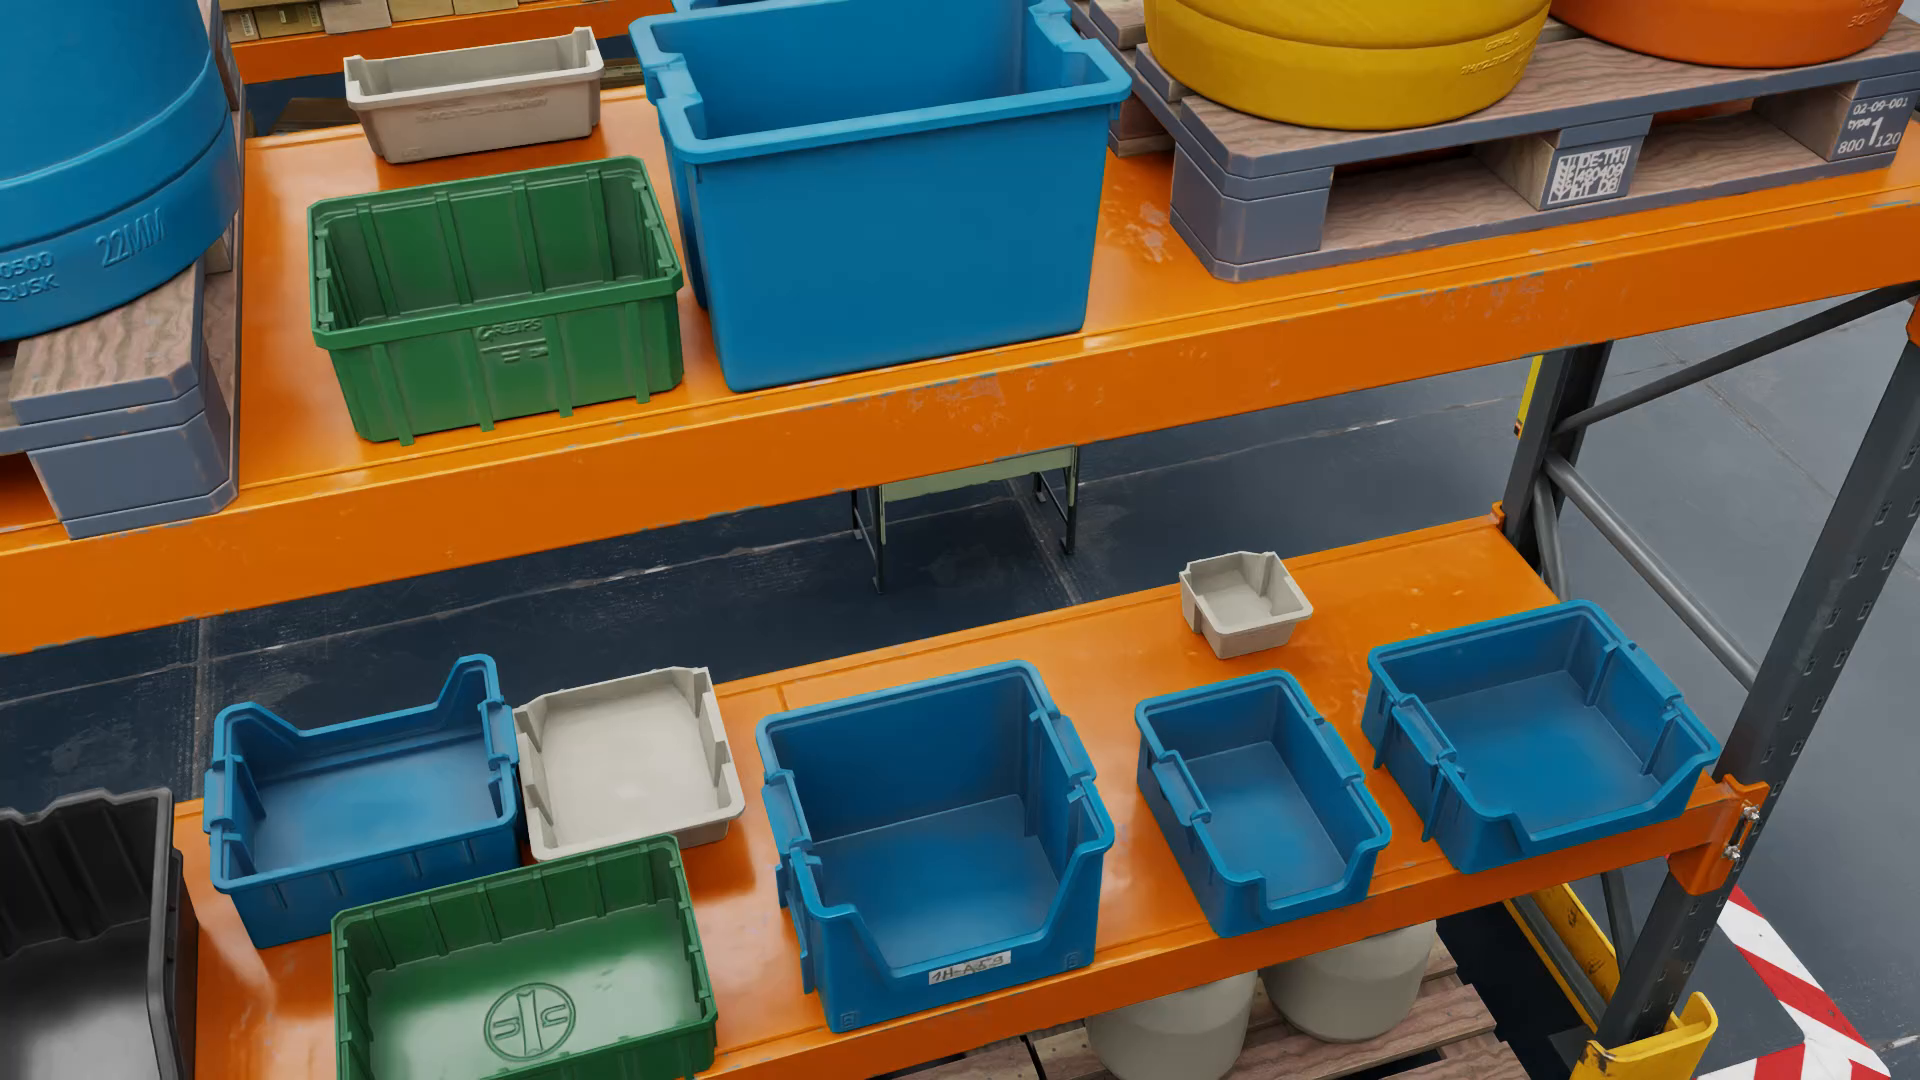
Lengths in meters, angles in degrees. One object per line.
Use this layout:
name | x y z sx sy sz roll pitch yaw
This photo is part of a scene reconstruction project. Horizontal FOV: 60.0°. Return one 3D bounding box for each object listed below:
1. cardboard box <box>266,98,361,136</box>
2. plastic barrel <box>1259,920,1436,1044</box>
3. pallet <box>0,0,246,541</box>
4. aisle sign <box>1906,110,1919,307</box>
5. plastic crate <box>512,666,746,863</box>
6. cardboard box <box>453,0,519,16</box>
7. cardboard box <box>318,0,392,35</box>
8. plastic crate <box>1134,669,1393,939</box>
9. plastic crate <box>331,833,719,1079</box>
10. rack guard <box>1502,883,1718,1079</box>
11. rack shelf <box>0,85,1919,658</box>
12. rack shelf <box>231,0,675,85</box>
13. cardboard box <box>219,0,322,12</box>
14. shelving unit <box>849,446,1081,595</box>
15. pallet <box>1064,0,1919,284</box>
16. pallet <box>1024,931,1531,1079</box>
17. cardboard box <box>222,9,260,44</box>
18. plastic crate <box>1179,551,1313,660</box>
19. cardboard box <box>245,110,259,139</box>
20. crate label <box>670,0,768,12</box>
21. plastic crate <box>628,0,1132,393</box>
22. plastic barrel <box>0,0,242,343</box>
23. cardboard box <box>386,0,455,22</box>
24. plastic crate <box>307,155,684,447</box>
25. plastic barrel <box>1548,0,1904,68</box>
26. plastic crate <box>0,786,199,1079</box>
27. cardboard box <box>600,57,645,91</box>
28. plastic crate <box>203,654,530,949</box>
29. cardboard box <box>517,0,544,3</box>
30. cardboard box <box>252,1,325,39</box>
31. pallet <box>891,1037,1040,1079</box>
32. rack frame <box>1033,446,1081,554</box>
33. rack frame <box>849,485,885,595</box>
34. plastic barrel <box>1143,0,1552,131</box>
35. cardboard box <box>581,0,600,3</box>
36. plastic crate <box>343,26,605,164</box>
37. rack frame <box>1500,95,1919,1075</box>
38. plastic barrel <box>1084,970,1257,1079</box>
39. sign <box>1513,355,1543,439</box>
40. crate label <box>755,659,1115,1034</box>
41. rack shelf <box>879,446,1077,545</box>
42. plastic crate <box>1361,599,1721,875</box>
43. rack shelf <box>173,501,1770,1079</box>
cardboard box | -2.748 -1.628 7.414 0.500 0.500 0.500 1 41 1
plastic barrel | 1.013 1.036 4.357 0.421 0.512 0.421 0 41 0
pallet | -1.539 -0.393 2.284 1.003 0.211 1.213 -12 42 -13
aisle sign | 1.776 -0.728 2.828 0.004 0.787 0.394 -12 42 -13
plastic crate | -0.725 0.489 3.611 0.437 0.136 0.530 -12 42 -13
cardboard box | -1.963 -2.303 6.797 0.250 0.149 0.380 -12 42 -13
cardboard box | -2.431 -2.185 6.662 0.250 0.149 0.380 -12 42 -13
plastic crate | 0.609 0.546 3.458 0.408 0.251 0.499 -12 42 -13
plastic crate | -0.818 0.858 3.149 0.662 0.188 0.450 -12 42 -13
rack guard | 1.559 1.065 4.651 0.348 0.500 1.175 -12 42 -13
rack shelf | -0.290 -0.385 2.677 4.000 0.370 1.077 -12 42 -13
rack shelf | -1.778 -2.363 7.222 4.000 0.370 1.077 -12 42 -13
cardboard box | -2.750 -2.515 6.547 0.500 0.500 0.875 -12 42 -13
shelving unit | 0.006 -0.566 5.758 0.755 1.500 0.431 -12 42 -13
pallet | 0.799 -0.878 2.838 1.213 0.211 1.003 -12 42 -13
pallet | 0.783 1.331 4.566 1.213 0.211 1.003 -12 42 -13
cardboard box | -2.917 -2.106 6.572 0.250 0.149 0.380 -12 42 -13
plastic crate | 0.668 0.153 3.995 0.250 0.136 0.298 -12 42 -13
cardboard box | -3.292 -1.510 7.279 0.500 0.500 0.500 -13 43 -14
crate label | -0.267 -0.832 2.756 0.408 0.251 0.502 -12 42 -13
plastic crate | -0.111 -0.479 2.251 0.575 0.384 0.392 -12 42 -13
plastic barrel | -1.216 -0.737 1.833 0.708 0.901 0.600 -12 42 -13
cardboard box | -2.205 -2.260 6.748 0.250 0.149 0.380 -12 42 -13
plastic crate | -0.611 -0.321 2.219 0.450 0.188 0.336 -12 42 -13
plastic barrel | 1.192 -1.195 2.412 0.708 0.830 0.600 -12 42 -13
plastic crate | -1.660 0.869 3.023 0.504 0.338 0.767 -12 42 -13
cardboard box | -1.633 -1.882 7.705 0.500 0.500 0.500 -8 42 -9
plastic crate | -1.223 0.536 3.469 0.616 0.251 0.499 -12 42 -13
cardboard box | -1.738 -2.381 6.886 0.250 0.149 0.380 -12 42 -13
cardboard box | -2.682 -2.161 6.635 0.250 0.149 0.380 -12 42 -13
pallet | -0.379 1.569 4.293 1.213 0.211 1.003 -12 42 -13
rack frame | 0.355 -0.638 5.841 0.023 1.500 0.400 -12 42 -13
rack frame | -0.343 -0.494 5.675 0.023 1.500 0.400 -12 42 -13
plastic barrel | 0.569 -0.975 2.344 0.600 0.588 0.600 0 41 0
cardboard box | -1.479 -2.387 6.893 0.250 0.149 0.380 -12 42 -13
plastic crate | -0.788 -0.732 2.728 0.396 0.136 0.243 -12 42 -13
rack frame | 1.618 0.079 3.880 0.127 3.000 1.000 -12 42 -13
plastic barrel | 0.535 1.135 4.243 0.421 0.512 0.421 0 41 0
sign | 1.457 -0.372 4.185 0.005 0.325 0.100 -12 42 -13
crate label | -0.057 0.599 3.258 0.616 0.435 0.502 -12 42 -13
rack shelf | 0.006 -0.321 5.973 0.720 0.370 0.431 -12 42 -13
plastic crate | 1.230 0.422 3.601 0.616 0.251 0.499 -12 42 -13
rack shelf | -0.290 0.745 3.664 4.000 0.370 1.077 -12 42 -13
